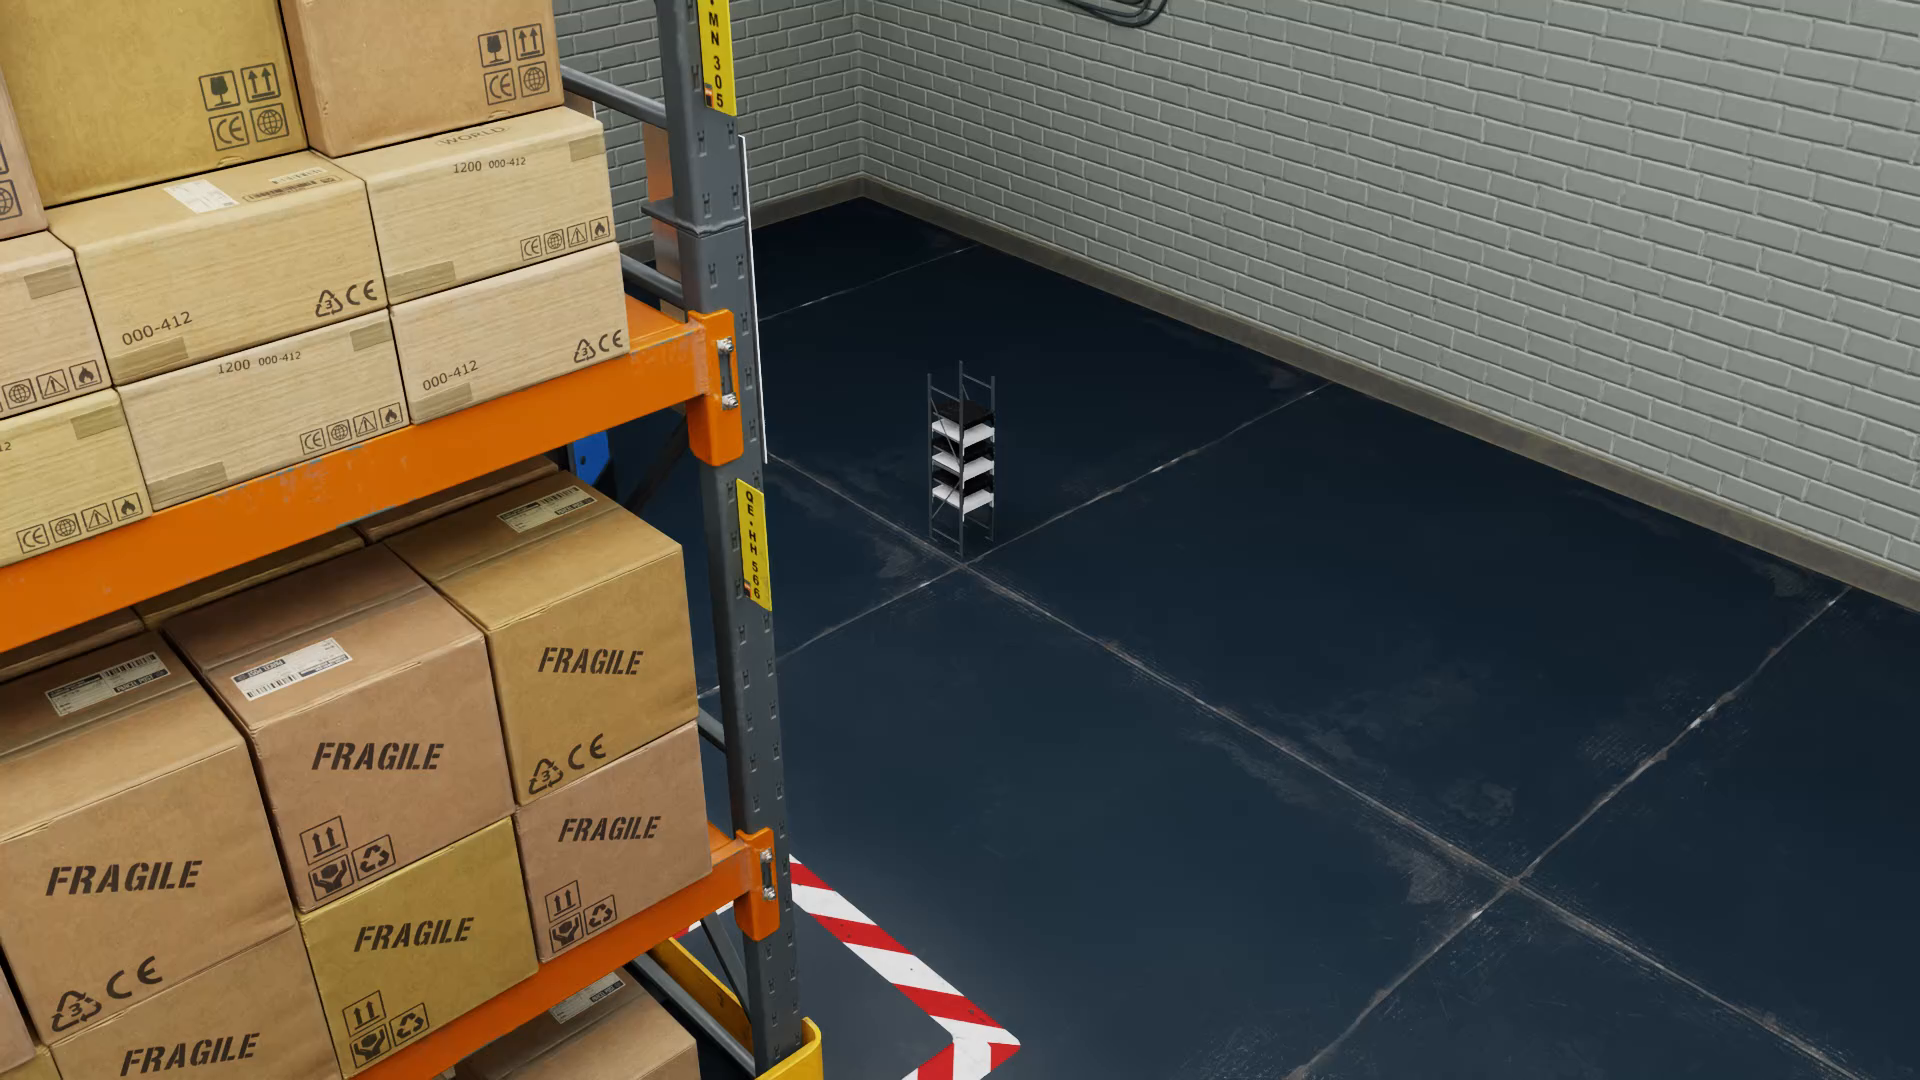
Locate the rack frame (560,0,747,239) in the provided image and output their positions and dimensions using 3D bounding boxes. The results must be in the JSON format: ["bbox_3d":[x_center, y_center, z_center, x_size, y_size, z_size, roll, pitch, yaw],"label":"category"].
[{"bbox_3d":[-0.850,-2.136,3.117,0.127,3.000,1.000,-26,40,-35],"label":"rack frame"}]

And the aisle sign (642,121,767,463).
[{"bbox_3d":[-0.592,-0.593,3.852,0.004,0.787,0.394,-26,40,-35],"label":"aisle sign"}]

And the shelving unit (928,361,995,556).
[{"bbox_3d":[0.006,-0.387,8.020,0.210,0.900,0.258,-26,40,-35],"label":"shelving unit"}]

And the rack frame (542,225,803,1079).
[{"bbox_3d":[-0.850,0.424,4.682,0.127,3.000,1.000,-26,40,-35],"label":"rack frame"}]

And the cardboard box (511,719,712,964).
[{"bbox_3d":[-0.993,0.644,4.226,0.500,0.500,0.500,-24,39,-34],"label":"cardboard box"}]

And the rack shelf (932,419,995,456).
[{"bbox_3d":[0.006,-0.512,7.943,0.200,0.077,0.258,-26,40,-35],"label":"rack shelf"}]

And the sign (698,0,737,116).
[{"bbox_3d":[-0.487,-1.014,3.310,0.005,0.325,0.100,-26,40,-35],"label":"sign"}]

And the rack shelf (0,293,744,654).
[{"bbox_3d":[-2.317,0.160,2.927,4.000,0.370,1.077,-26,40,-35],"label":"rack shelf"}]

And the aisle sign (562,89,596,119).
[{"bbox_3d":[-1.000,-0.822,4.227,0.004,0.787,0.394,-26,40,-35],"label":"aisle sign"}]

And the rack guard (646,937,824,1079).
[{"bbox_3d":[-0.906,1.517,5.290,0.348,0.500,1.175,-26,40,-35],"label":"rack guard"}]

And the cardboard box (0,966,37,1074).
[{"bbox_3d":[-2.113,0.765,3.070,0.500,0.500,0.500,-24,39,-34],"label":"cardboard box"}]

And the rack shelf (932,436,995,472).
[{"bbox_3d":[0.006,-0.435,7.990,0.200,0.077,0.258,-26,40,-35],"label":"rack shelf"}]

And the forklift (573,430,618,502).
[{"bbox_3d":[-3.296,-1.276,7.527,3.031,2.935,1.130,4,32,6],"label":"forklift"}]

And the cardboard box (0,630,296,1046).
[{"bbox_3d":[-1.736,0.583,3.368,0.500,0.500,0.500,-25,39,-34],"label":"cardboard box"}]

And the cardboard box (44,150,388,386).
[{"bbox_3d":[-1.420,-0.548,3.060,0.500,0.250,0.500,-26,40,-35],"label":"cardboard box"}]

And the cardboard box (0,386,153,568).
[{"bbox_3d":[-1.779,-0.154,2.894,0.500,0.250,0.500,-26,40,-35],"label":"cardboard box"}]

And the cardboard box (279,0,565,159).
[{"bbox_3d":[-1.216,-1.137,3.304,0.500,0.500,0.700,-26,40,-35],"label":"cardboard box"}]

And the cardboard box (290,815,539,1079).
[{"bbox_3d":[-1.371,0.829,3.923,0.500,0.500,0.500,-25,40,-35],"label":"cardboard box"}]

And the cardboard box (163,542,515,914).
[{"bbox_3d":[-1.359,0.397,3.671,0.500,0.500,0.500,-25,39,-34],"label":"cardboard box"}]

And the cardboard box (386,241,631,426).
[{"bbox_3d":[-1.047,-0.509,3.476,0.500,0.250,0.500,-26,40,-35],"label":"cardboard box"}]

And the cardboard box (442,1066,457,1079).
[{"bbox_3d":[-1.574,1.550,5.133,0.250,0.166,0.380,-26,40,-35],"label":"cardboard box"}]

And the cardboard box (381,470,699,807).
[{"bbox_3d":[-0.989,0.217,3.965,0.500,0.500,0.500,-26,40,-36],"label":"cardboard box"}]

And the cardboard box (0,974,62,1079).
[{"bbox_3d":[-2.111,1.183,3.344,0.500,0.500,0.500,-26,40,-36],"label":"cardboard box"}]

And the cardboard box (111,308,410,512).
[{"bbox_3d":[-1.422,-0.336,3.192,0.500,0.250,0.500,-26,40,-35],"label":"cardboard box"}]

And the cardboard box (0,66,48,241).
[{"bbox_3d":[-1.934,-0.774,2.710,0.500,0.500,0.700,-26,40,-35],"label":"cardboard box"}]

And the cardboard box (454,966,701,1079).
[{"bbox_3d":[-1.081,1.589,4.750,0.500,0.500,0.500,-26,40,-35],"label":"cardboard box"}]

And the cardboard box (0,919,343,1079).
[{"bbox_3d":[-1.741,1.004,3.637,0.500,0.500,0.500,-25,40,-35],"label":"cardboard box"}]

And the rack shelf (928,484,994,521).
[{"bbox_3d":[0.006,-0.205,8.131,0.200,0.077,0.258,-26,40,-35],"label":"rack shelf"}]

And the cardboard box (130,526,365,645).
[{"bbox_3d":[-1.733,0.199,3.995,0.500,0.500,0.500,-25,40,-35],"label":"cardboard box"}]

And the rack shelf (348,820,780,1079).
[{"bbox_3d":[-2.317,1.440,3.709,4.000,0.370,1.077,-26,40,-35],"label":"rack shelf"}]

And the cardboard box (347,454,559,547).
[{"bbox_3d":[-1.355,0.011,4.303,0.500,0.500,0.500,-24,39,-34],"label":"cardboard box"}]

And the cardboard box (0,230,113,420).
[{"bbox_3d":[-1.789,-0.372,2.773,0.500,0.250,0.500,-26,40,-35],"label":"cardboard box"}]

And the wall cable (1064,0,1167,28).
[{"bbox_3d":[0.169,-4.574,10.081,0.112,2.526,3.097,-26,40,-35],"label":"wall cable"}]

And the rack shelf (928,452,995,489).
[{"bbox_3d":[0.006,-0.358,8.037,0.200,0.077,0.258,-26,40,-35],"label":"rack shelf"}]

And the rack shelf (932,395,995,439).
[{"bbox_3d":[0.006,-0.589,7.896,0.200,0.077,0.258,-26,40,-35],"label":"rack shelf"}]

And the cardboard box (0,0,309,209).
[{"bbox_3d":[-1.640,-0.992,3.067,0.500,0.500,0.700,-26,40,-35],"label":"cardboard box"}]

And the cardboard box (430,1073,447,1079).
[{"bbox_3d":[-1.808,1.671,4.857,0.500,0.250,0.500,-26,40,-35],"label":"cardboard box"}]

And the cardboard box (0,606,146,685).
[{"bbox_3d":[-2.103,0.375,3.707,0.500,0.500,0.500,-25,39,-35],"label":"cardboard box"}]

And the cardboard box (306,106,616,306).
[{"bbox_3d":[-1.053,-0.726,3.351,0.500,0.250,0.500,-26,40,-35],"label":"cardboard box"}]

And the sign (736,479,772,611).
[{"bbox_3d":[-0.487,0.014,3.939,0.005,0.325,0.100,-26,40,-35],"label":"sign"}]

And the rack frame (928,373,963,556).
[{"bbox_3d":[-0.069,-0.351,7.961,0.006,0.900,0.240,-26,40,-35],"label":"rack frame"}]

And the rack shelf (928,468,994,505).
[{"bbox_3d":[0.006,-0.282,8.084,0.200,0.077,0.258,-26,40,-35],"label":"rack shelf"}]

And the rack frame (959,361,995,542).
[{"bbox_3d":[0.081,-0.423,8.079,0.006,0.900,0.240,-26,40,-35],"label":"rack frame"}]
